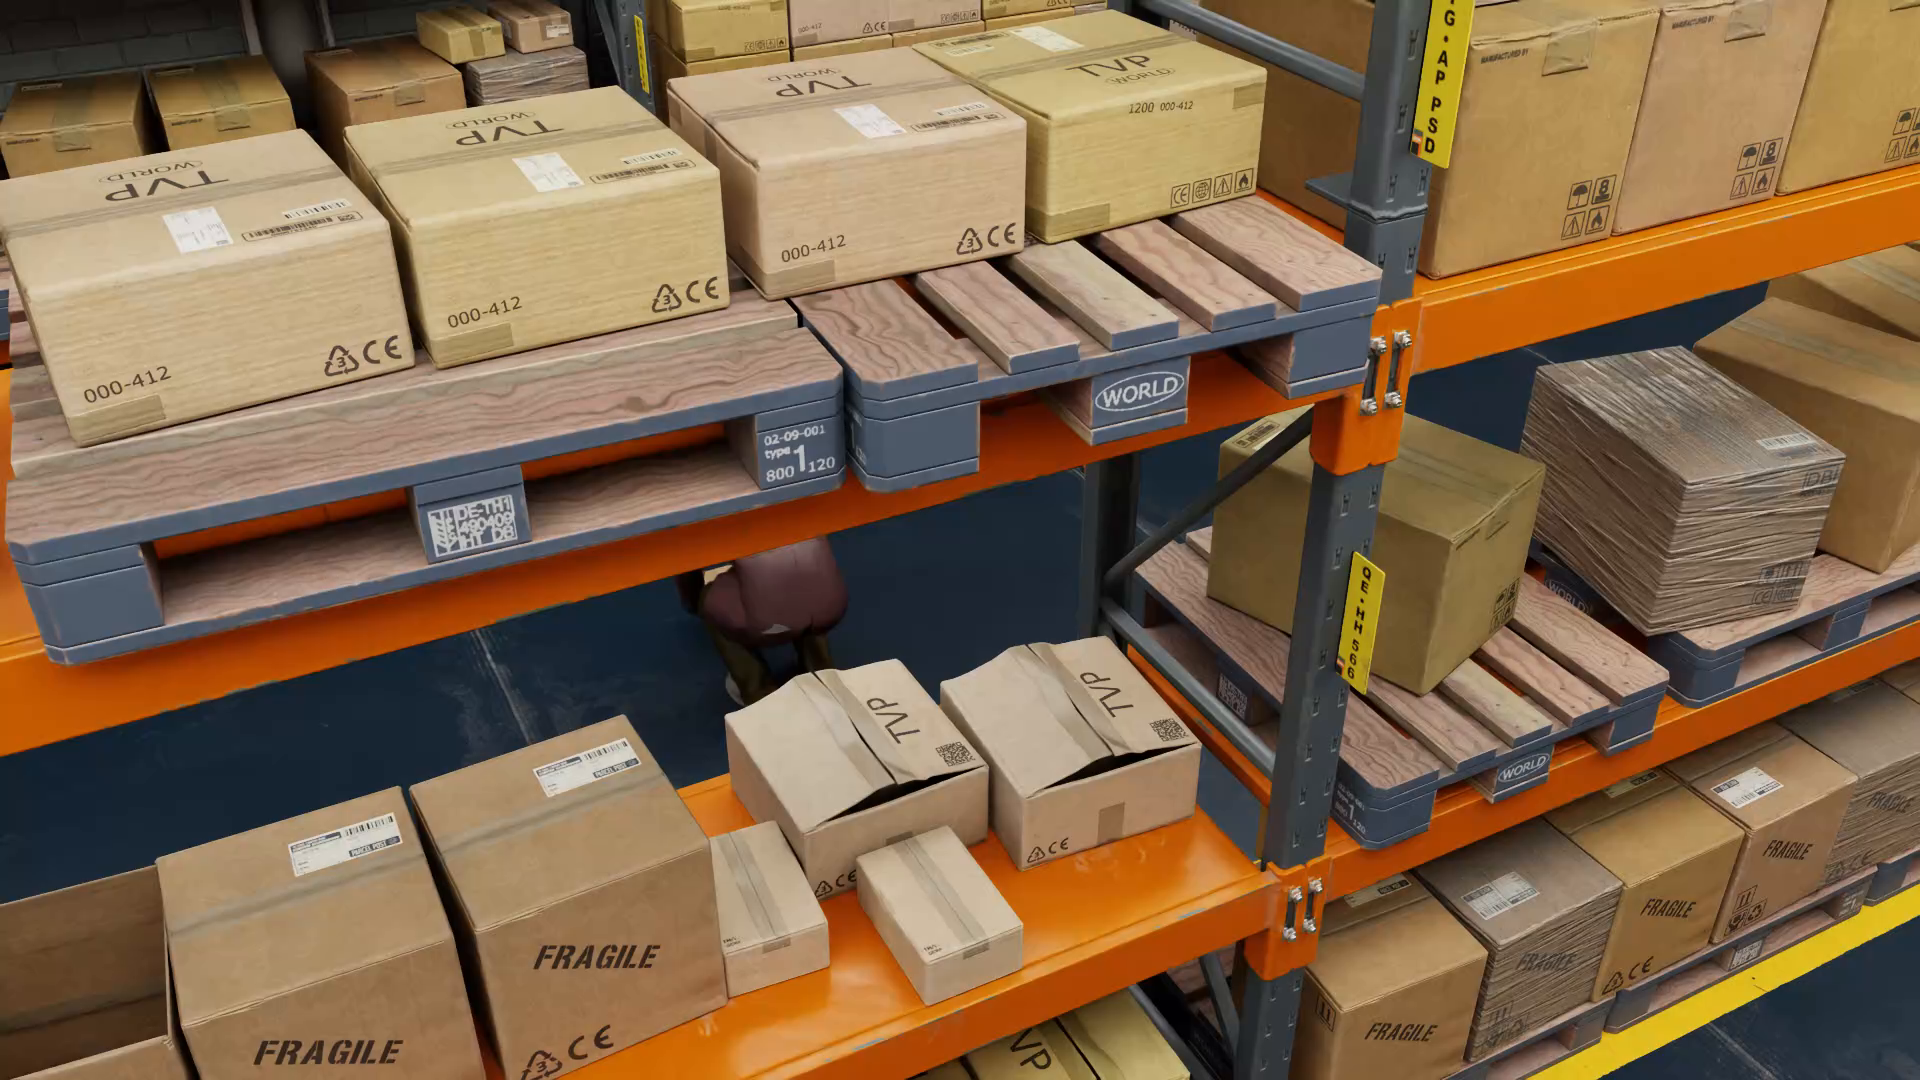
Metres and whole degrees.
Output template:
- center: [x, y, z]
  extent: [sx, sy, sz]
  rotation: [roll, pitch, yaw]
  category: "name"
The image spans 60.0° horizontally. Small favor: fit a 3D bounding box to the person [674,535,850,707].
- center: [-0.794, 0.151, 6.617]
  extent: [0.610, 1.024, 0.896]
  rotation: [-16, 36, -23]
  category: "person"
